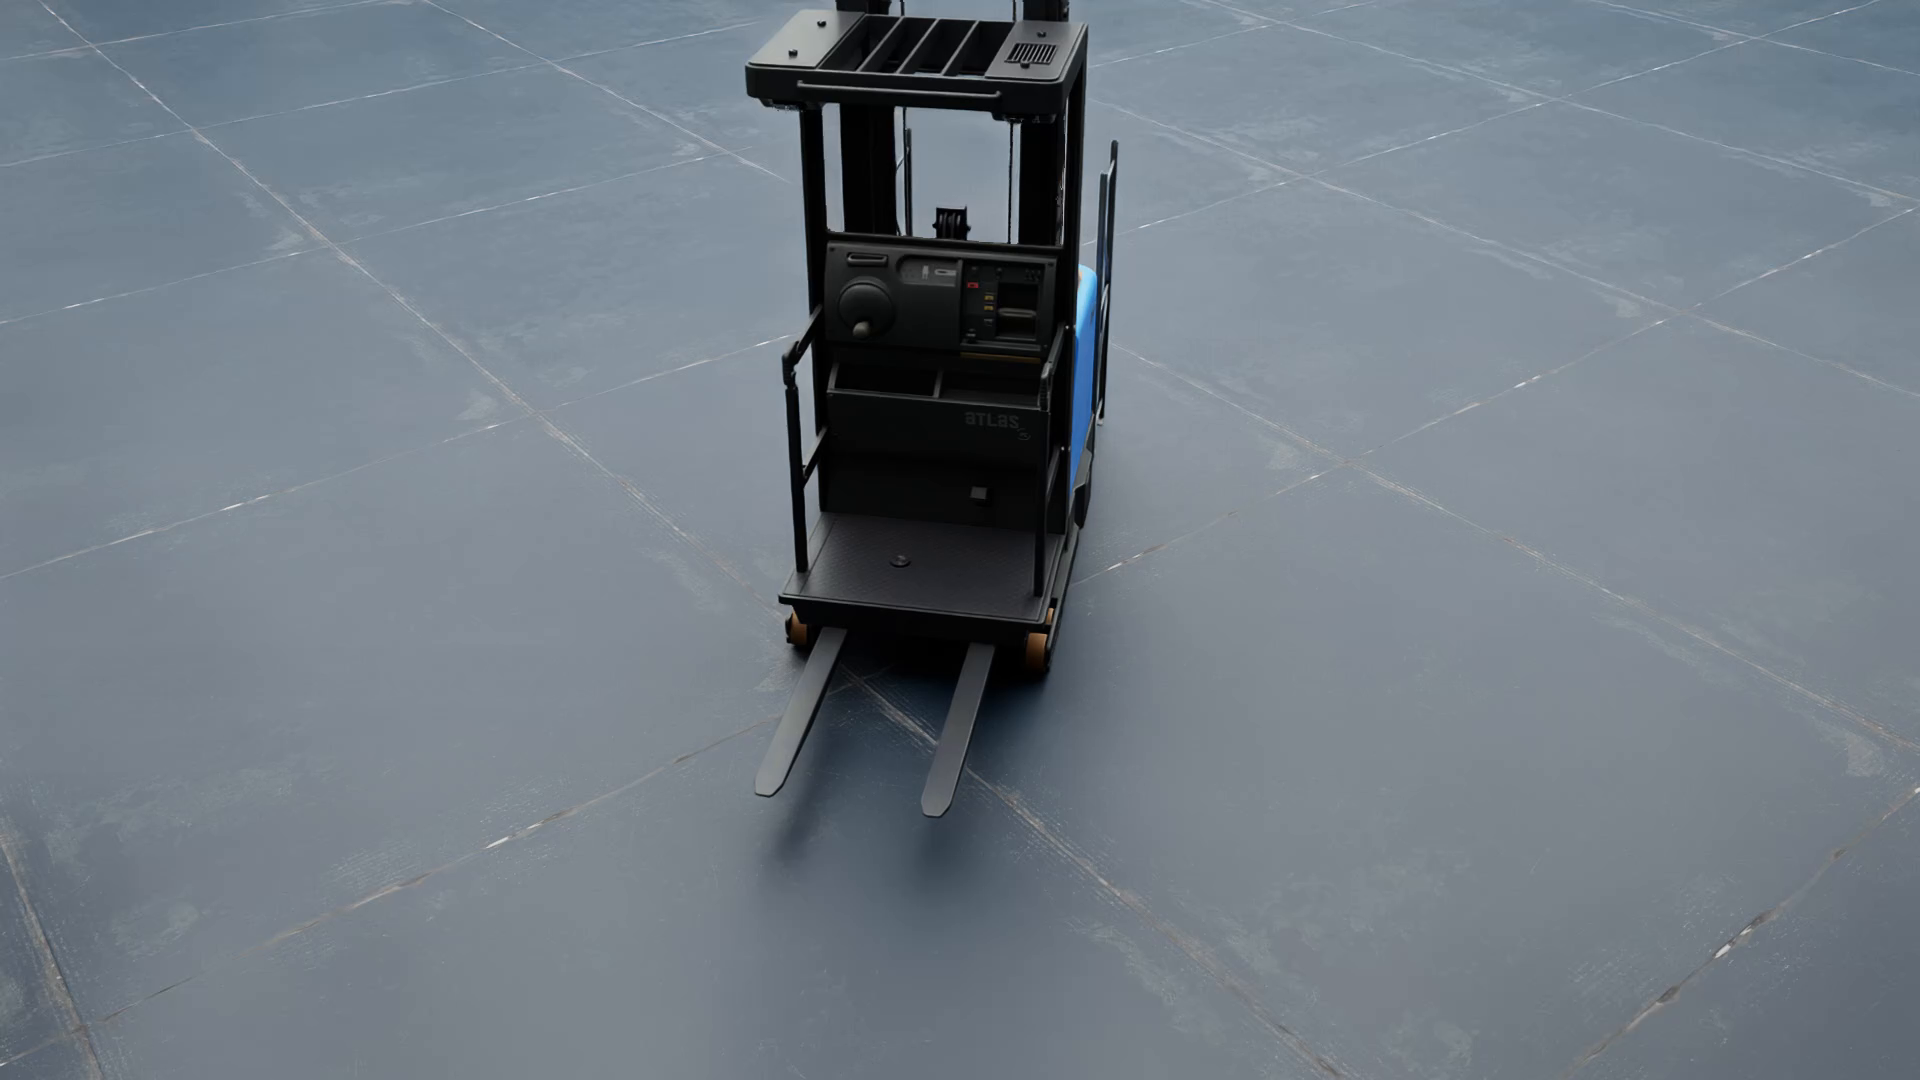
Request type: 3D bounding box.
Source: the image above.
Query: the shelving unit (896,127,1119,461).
[{"bbox_3d":[0.204,-1.216,8.286,1.048,1.500,0.538,6,32,9],"label":"shelving unit"}]

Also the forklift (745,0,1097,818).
[{"bbox_3d":[-0.119,-0.909,6.436,1.130,2.935,3.031,6,32,9],"label":"forklift"}]

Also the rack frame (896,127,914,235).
[{"bbox_3d":[-0.295,-1.266,8.366,0.032,1.500,0.500,6,32,9],"label":"rack frame"}]

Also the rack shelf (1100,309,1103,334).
[{"bbox_3d":[0.204,-1.063,8.381,1.000,0.185,0.538,6,32,9],"label":"rack shelf"}]

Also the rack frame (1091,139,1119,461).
[{"bbox_3d":[0.703,-1.166,8.206,0.032,1.500,0.500,6,32,9],"label":"rack frame"}]
